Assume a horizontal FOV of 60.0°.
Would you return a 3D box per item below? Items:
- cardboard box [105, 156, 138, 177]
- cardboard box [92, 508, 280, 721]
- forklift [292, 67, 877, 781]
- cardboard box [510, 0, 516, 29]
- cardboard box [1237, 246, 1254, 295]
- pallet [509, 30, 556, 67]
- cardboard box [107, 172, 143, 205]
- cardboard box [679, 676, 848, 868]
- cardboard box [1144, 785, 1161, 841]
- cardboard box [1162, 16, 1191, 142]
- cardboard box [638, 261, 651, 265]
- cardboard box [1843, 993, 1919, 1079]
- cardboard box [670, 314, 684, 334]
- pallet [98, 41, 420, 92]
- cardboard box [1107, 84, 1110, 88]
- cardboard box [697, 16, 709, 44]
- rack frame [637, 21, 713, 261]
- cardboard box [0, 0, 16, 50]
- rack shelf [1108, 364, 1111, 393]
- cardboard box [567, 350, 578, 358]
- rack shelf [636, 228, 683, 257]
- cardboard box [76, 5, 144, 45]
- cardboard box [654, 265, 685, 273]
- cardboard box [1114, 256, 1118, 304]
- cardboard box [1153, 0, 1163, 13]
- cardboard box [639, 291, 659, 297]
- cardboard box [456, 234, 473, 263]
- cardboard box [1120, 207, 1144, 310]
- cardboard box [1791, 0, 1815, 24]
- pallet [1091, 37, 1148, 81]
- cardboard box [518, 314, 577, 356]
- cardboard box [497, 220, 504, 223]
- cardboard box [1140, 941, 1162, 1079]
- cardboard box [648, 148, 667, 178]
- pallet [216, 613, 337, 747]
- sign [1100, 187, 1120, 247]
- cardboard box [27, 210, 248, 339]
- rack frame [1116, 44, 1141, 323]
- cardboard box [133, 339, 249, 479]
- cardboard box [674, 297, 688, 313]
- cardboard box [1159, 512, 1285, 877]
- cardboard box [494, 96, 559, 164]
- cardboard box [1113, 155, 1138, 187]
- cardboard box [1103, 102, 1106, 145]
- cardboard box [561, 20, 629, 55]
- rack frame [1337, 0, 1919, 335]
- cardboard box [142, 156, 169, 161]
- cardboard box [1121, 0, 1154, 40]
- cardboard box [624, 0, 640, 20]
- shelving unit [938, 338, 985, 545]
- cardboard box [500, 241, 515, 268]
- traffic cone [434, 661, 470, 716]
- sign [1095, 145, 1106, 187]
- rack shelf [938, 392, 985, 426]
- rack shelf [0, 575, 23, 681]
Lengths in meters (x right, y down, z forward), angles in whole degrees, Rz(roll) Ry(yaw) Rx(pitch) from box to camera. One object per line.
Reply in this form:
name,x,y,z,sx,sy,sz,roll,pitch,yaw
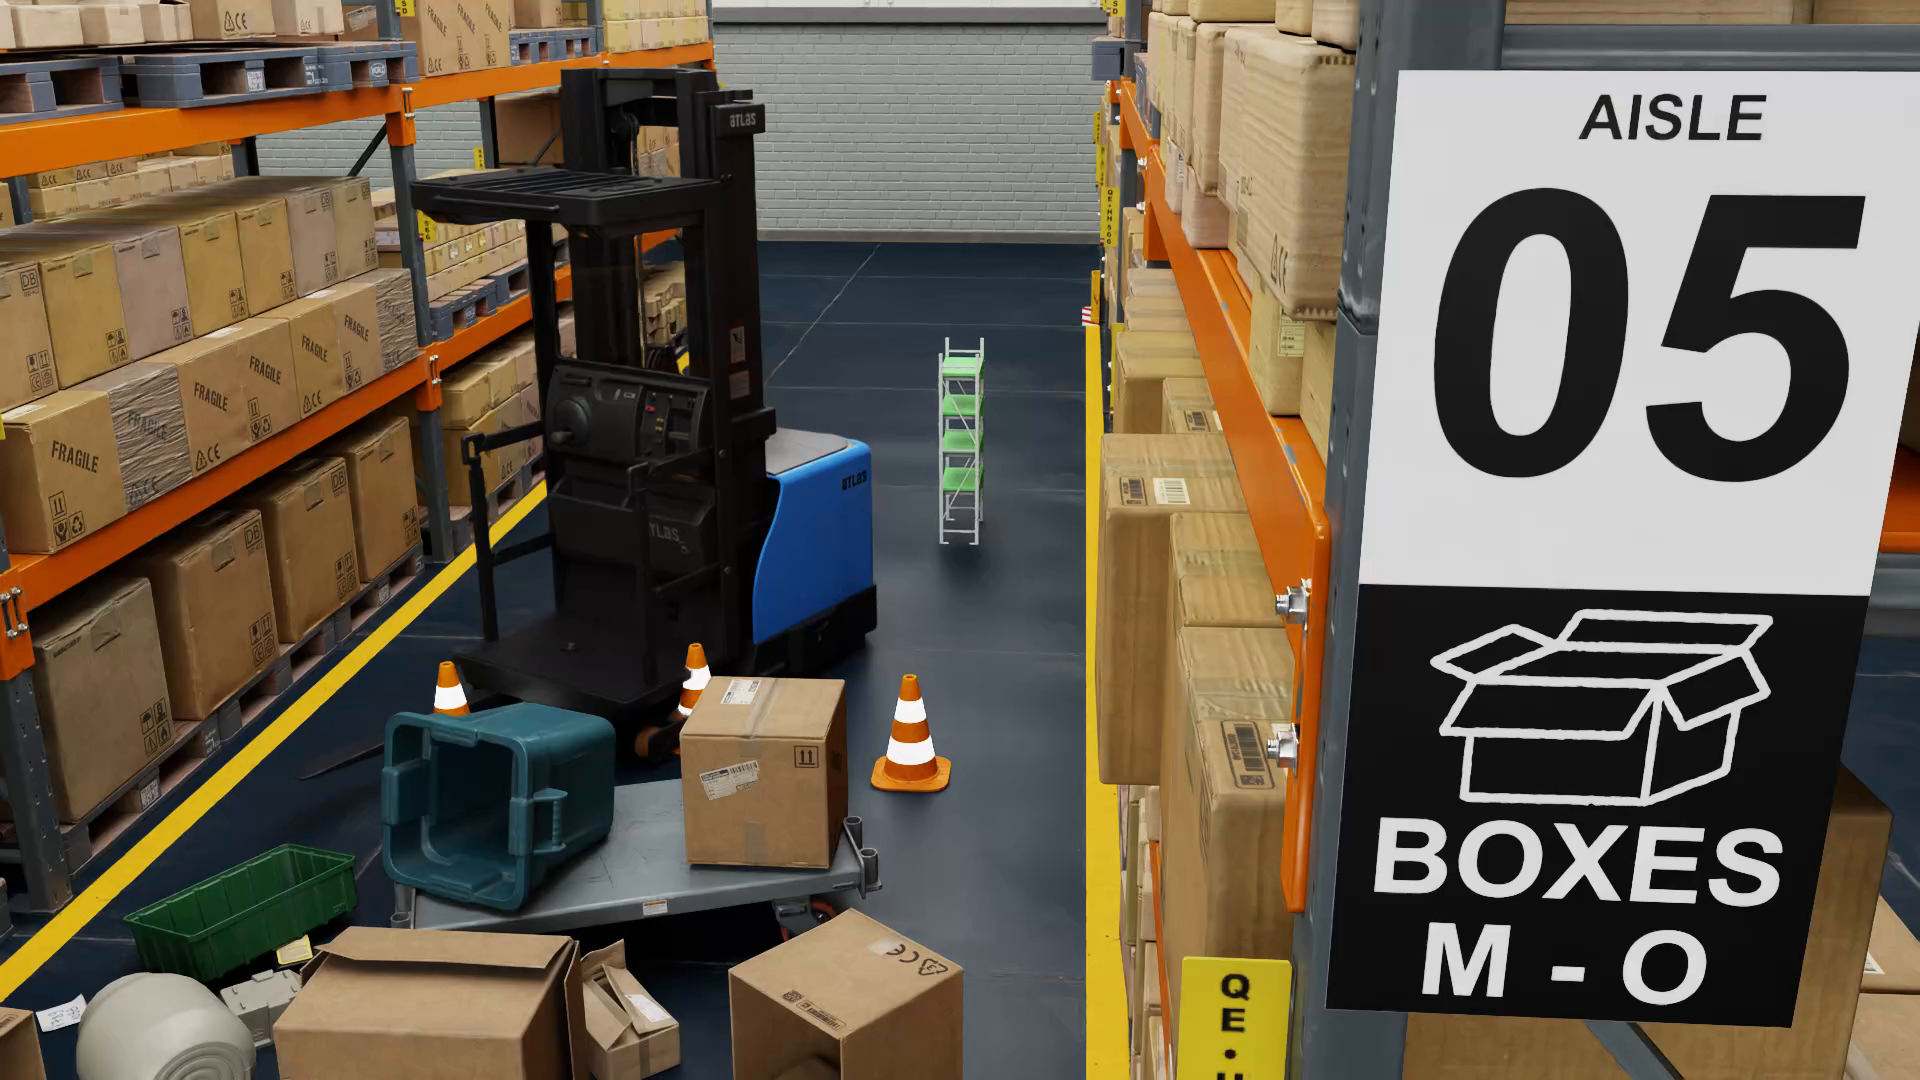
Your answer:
cardboard box,-7.851,-3.571,15.063,0.500,0.500,0.500,1,18,2
cardboard box,-3.822,0.315,7.584,1.050,0.750,0.750,1,18,4
forklift,-1.642,-0.565,7.440,1.130,2.935,3.031,11,21,30
cardboard box,-3.549,-3.859,12.035,0.500,0.311,0.500,1,18,3
cardboard box,0.648,-0.478,2.650,0.380,0.149,0.250,1,18,3
pallet,-3.498,-3.370,11.374,1.213,0.211,1.003,1,18,4
cardboard box,-7.849,-3.213,15.174,0.500,0.250,0.500,2,18,5
cardboard box,-0.683,0.816,5.913,0.500,0.500,0.500,1,18,4
cardboard box,0.651,0.626,4.100,0.380,0.149,0.250,1,18,4
cardboard box,0.714,-1.031,3.697,0.500,0.250,0.500,1,18,4
cardboard box,-3.366,-2.760,16.977,0.380,0.149,0.250,0,18,1
cardboard box,1.119,0.931,2.126,0.500,0.500,0.500,1,18,3
cardboard box,-2.842,-2.060,15.796,0.380,0.149,0.250,2,18,5
pallet,-3.556,-2.437,8.530,1.213,0.211,1.003,2,18,6
cardboard box,1.572,-4.192,15.591,0.380,0.149,0.250,1,18,2
cardboard box,-2.758,-4.994,16.272,0.500,0.250,0.500,1,18,3
rack frame,-2.990,-3.787,17.165,1.000,3.000,0.127,1,18,4
cardboard box,-3.558,-1.851,5.819,0.258,0.266,0.396,1,18,3
rack shelf,1.238,-0.261,7.557,1.077,0.370,4.000,1,18,4
cardboard box,-3.115,-1.162,12.492,0.500,0.500,0.500,1,18,3
rack shelf,-3.133,-2.824,15.381,1.077,0.370,4.000,1,18,4
cardboard box,-3.490,-2.043,6.592,0.380,0.149,0.250,1,18,4
cardboard box,-2.850,-2.668,16.697,0.380,0.149,0.250,2,18,5
cardboard box,1.163,-1.546,9.762,0.500,0.250,0.500,1,18,4
cardboard box,0.747,-1.576,4.721,0.380,0.149,0.250,1,18,3
cardboard box,-2.964,-2.184,15.220,0.380,0.149,0.250,1,18,2
cardboard box,-3.295,-1.837,10.464,0.380,0.149,0.250,1,18,2
cardboard box,1.118,-1.478,8.802,0.500,0.500,0.500,1,18,2
cardboard box,1.039,-0.609,1.768,0.380,0.149,0.250,1,18,4
pallet,1.375,-2.761,9.517,1.213,0.211,1.003,2,18,6
cardboard box,-3.128,-1.517,12.371,0.500,0.250,0.500,2,18,7
cardboard box,-3.244,-2.213,11.134,0.380,0.149,0.250,2,18,6
cardboard box,0.718,1.274,4.255,0.500,0.500,0.500,2,18,7
cardboard box,-2.889,-3.192,14.708,0.500,0.500,0.500,1,18,3
pallet,-3.785,0.643,8.121,1.003,0.211,1.213,1,18,4
sign,0.828,-1.785,9.195,0.100,0.325,0.005,1,18,4
cardboard box,-3.711,-1.211,7.535,0.700,0.500,0.500,1,18,3
rack frame,1.381,-1.224,9.340,1.000,3.000,0.127,1,18,4
cardboard box,-3.470,-0.577,7.207,0.500,0.500,0.500,1,18,4
cardboard box,-2.803,-2.281,15.993,0.380,0.149,0.250,2,18,5
cardboard box,0.671,0.276,2.518,0.700,0.500,0.500,1,18,4
cardboard box,-3.512,-3.361,13.620,0.500,0.500,0.500,1,18,2
cardboard box,1.186,-2.072,10.164,0.500,0.500,0.500,2,18,5
cardboard box,1.577,-3.768,15.338,0.500,0.500,0.500,1,18,3
cardboard box,-2.980,-4.037,13.350,0.500,0.250,0.500,2,18,7
rack frame,0.808,-1.590,0.824,1.000,3.000,0.127,1,18,4
cardboard box,-8.264,-3.695,16.646,0.500,0.250,0.500,1,18,3
cardboard box,1.258,-3.018,9.159,0.797,0.503,0.637,0,18,1
cardboard box,-2.962,-4.436,13.764,0.500,0.250,0.500,1,18,4
shelving unit,0.012,-0.622,10.393,0.258,1.200,0.503,1,18,4
cardboard box,-3.237,-1.929,11.223,0.380,0.149,0.250,2,18,5
traffic cone,-2.248,0.762,7.354,0.336,0.463,0.334,1,18,4
sign,1.115,-2.927,13.021,0.100,0.325,0.005,1,18,4
rack shelf,0.012,-0.789,10.338,0.258,0.148,0.480,1,18,4
rack shelf,-3.993,0.903,4.007,1.077,0.370,4.000,1,18,4
